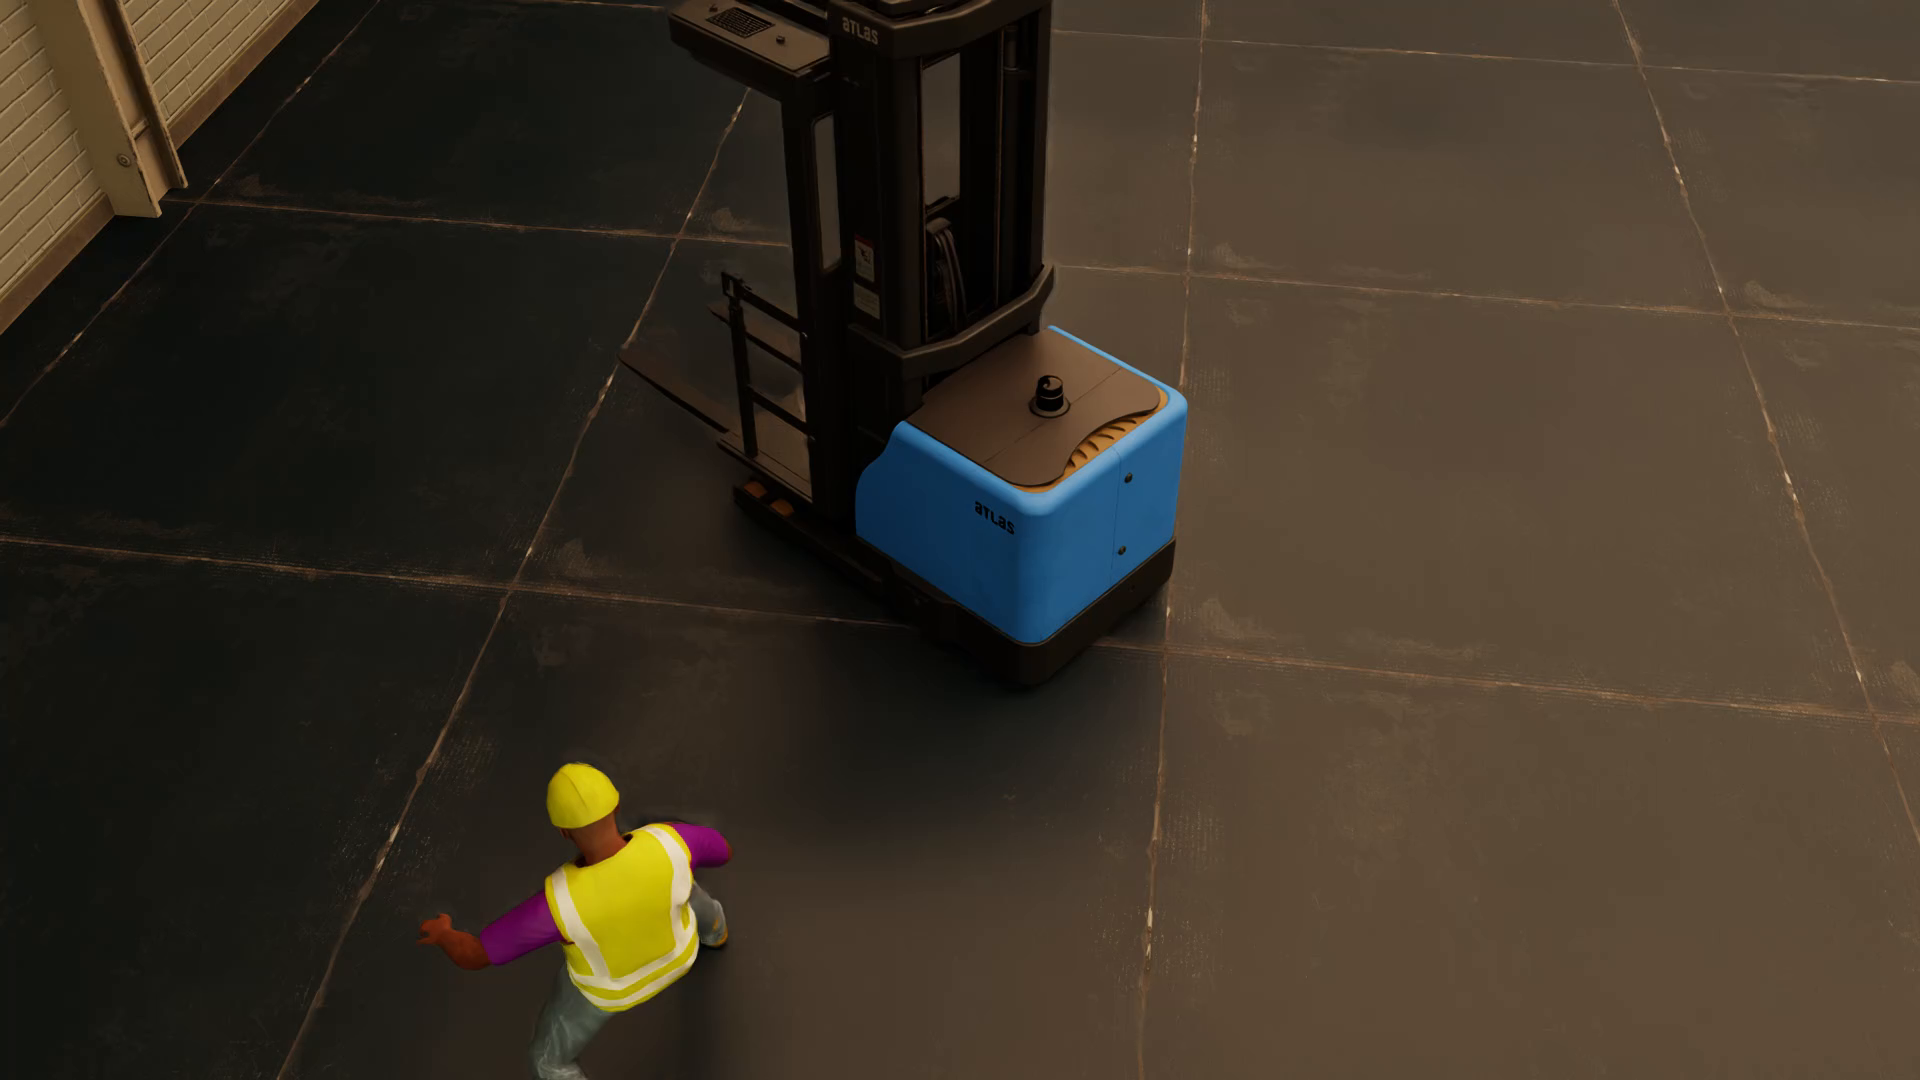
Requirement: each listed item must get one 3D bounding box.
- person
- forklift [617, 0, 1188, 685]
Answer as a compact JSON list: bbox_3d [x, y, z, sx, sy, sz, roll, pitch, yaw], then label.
[{"bbox_3d":[-1.177,1.252,5.386,1.069,1.600,0.980,-25,48,-25],"label":"person"},{"bbox_3d":[-0.446,-1.337,7.180,3.031,2.935,1.130,32,52,30],"label":"forklift"}]
